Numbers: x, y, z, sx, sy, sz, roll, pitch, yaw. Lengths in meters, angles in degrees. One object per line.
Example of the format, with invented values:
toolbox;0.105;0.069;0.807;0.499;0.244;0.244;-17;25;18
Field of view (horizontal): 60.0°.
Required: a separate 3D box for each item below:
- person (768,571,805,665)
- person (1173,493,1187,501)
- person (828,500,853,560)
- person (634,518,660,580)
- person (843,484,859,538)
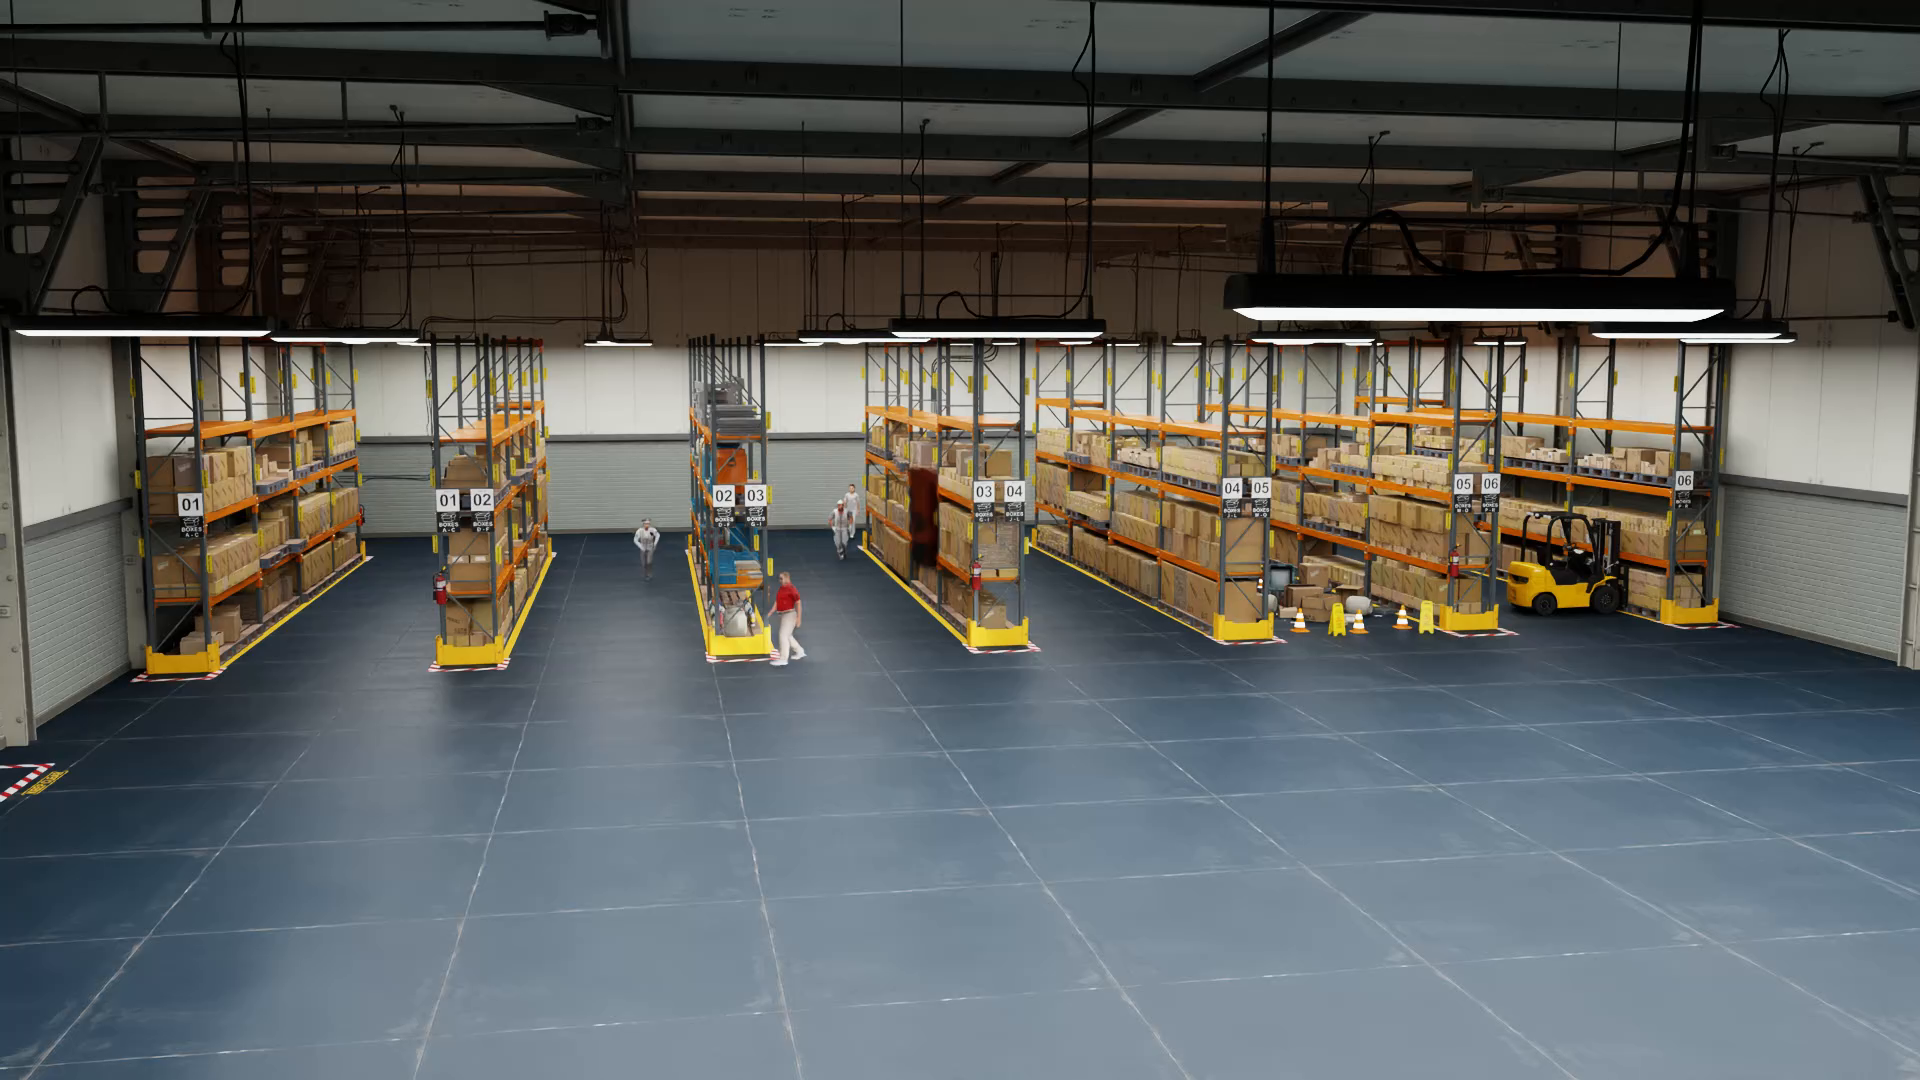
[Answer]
person;-3.167;1.413;30.410;0.827;1.667;0.698;-3;7;-25
person;6.996;-1.212;53.015;0.494;1.820;0.579;-5;8;-37
person;-3.235;-0.274;45.140;0.675;1.681;0.664;0;7;-1
person;-7.737;0.230;41.117;0.584;1.593;0.697;0;7;-1
person;-3.319;-0.897;50.662;0.452;1.626;1.023;1;7;9
